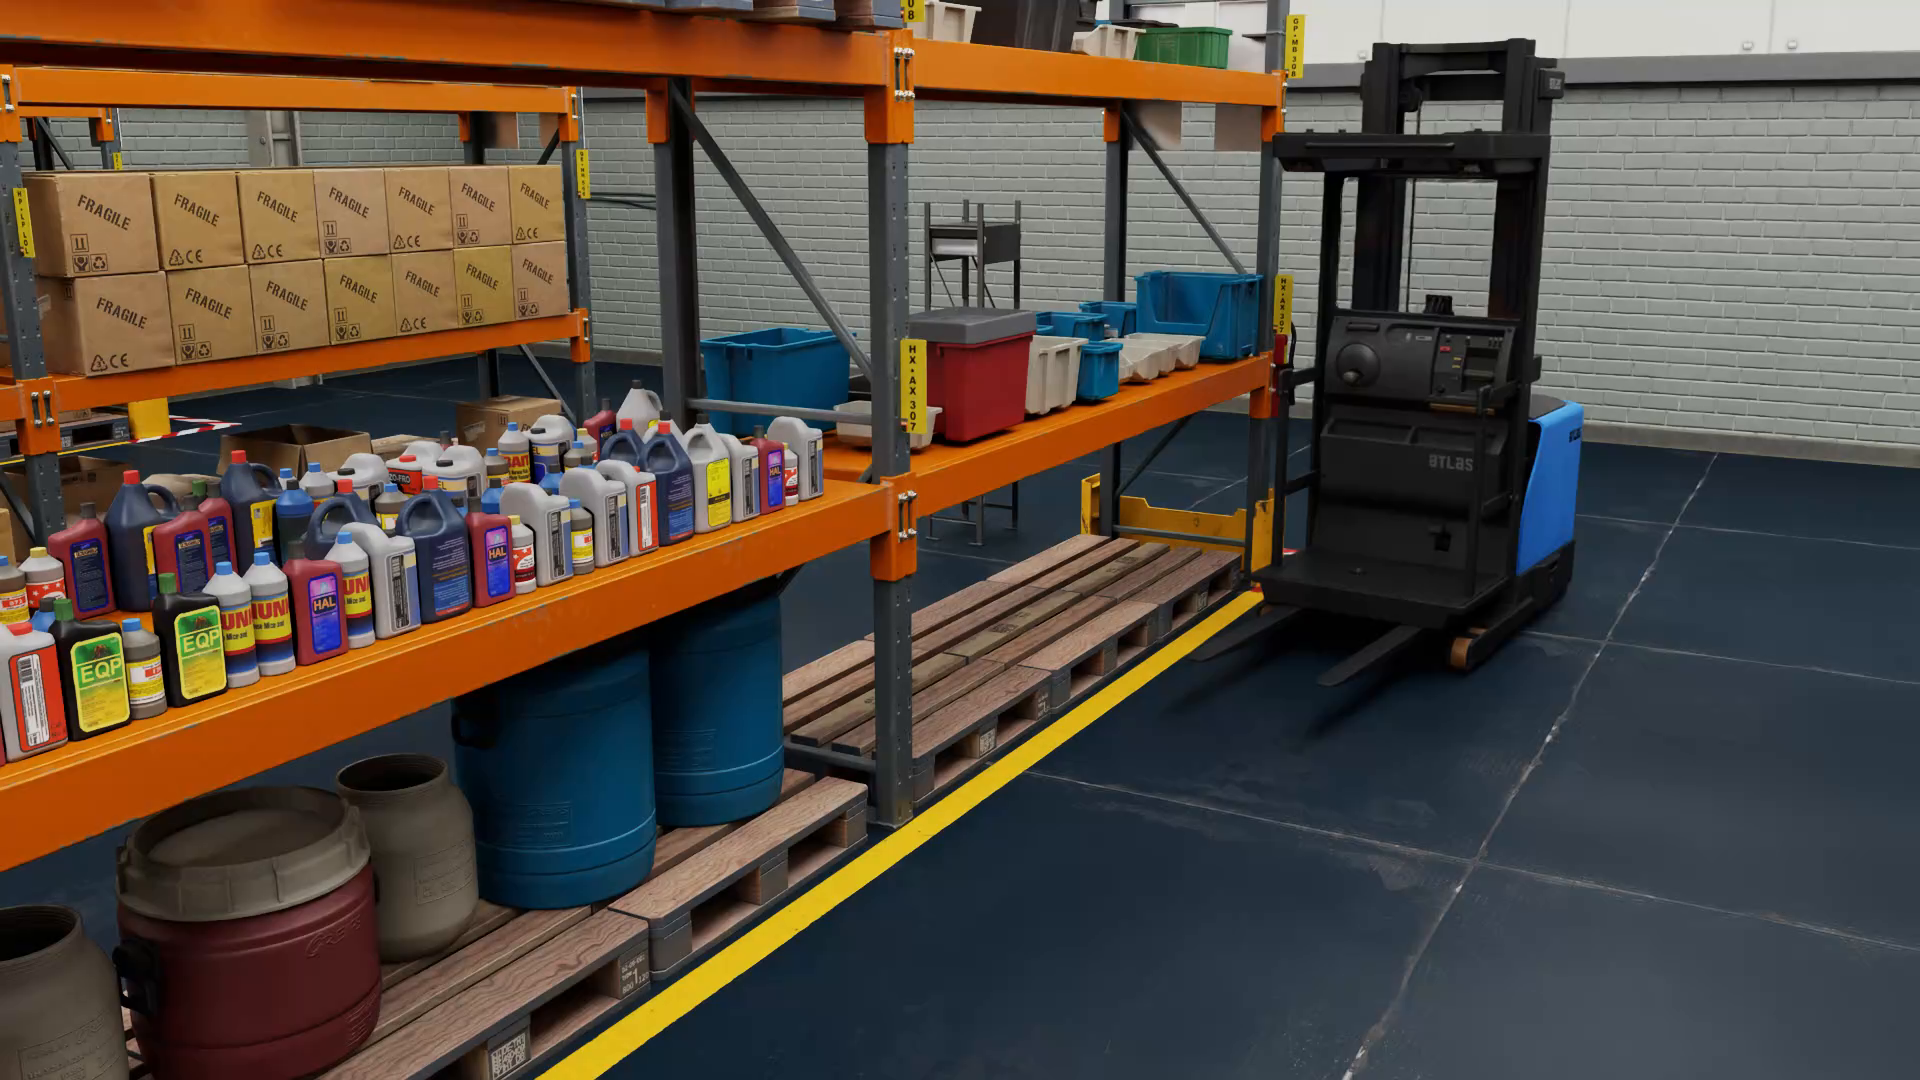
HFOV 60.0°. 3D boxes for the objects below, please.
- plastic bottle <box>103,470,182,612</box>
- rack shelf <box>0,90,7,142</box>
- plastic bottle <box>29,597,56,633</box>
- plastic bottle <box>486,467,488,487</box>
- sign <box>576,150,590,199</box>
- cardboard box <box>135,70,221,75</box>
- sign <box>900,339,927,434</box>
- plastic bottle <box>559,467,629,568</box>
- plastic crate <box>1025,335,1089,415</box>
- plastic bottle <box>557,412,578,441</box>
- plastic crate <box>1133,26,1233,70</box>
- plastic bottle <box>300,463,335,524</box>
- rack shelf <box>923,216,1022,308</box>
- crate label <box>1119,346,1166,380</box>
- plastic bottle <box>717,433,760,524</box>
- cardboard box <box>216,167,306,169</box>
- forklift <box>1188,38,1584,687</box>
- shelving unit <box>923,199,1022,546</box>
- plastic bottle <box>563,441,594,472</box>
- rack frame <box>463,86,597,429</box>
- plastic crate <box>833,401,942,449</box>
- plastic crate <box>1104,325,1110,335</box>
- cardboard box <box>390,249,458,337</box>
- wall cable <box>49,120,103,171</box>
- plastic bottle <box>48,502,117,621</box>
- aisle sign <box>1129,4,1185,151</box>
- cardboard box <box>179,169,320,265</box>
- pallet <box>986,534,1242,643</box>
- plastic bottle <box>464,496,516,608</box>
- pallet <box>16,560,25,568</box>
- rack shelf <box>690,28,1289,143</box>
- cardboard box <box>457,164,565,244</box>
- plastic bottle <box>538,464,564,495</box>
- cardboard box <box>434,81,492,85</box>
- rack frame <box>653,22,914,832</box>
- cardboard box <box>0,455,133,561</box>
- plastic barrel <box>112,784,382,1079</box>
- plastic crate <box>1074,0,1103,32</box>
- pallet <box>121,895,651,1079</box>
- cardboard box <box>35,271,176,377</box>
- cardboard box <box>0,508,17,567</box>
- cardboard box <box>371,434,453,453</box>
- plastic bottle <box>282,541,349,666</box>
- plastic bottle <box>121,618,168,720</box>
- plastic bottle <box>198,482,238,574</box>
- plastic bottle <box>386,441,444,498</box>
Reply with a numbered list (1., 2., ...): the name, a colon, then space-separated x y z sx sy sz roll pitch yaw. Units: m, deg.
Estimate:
1. plastic bottle: -2.086 -0.007 4.268 0.144 0.351 0.185 7 15 28
2. rack shelf: -5.942 -1.718 6.395 1.077 0.370 4.000 7 15 28
3. plastic bottle: -1.832 0.251 3.369 0.097 0.271 0.097 0 14 0
4. plastic bottle: -1.549 -0.174 5.279 0.097 0.201 0.097 0 14 0
5. sign: -2.565 -2.490 11.318 0.100 0.325 0.005 7 15 28
6. cardboard box: -4.278 -2.579 8.751 0.500 0.250 0.500 7 15 28
7. sign: -0.160 -0.530 5.741 0.100 0.325 0.005 7 15 28
8. plastic bottle: -1.034 -0.074 4.706 0.152 0.276 0.135 7 15 28
9. plastic crate: 0.259 -0.722 7.253 0.437 0.282 0.530 7 15 28
10. plastic bottle: -1.343 -0.295 5.634 0.097 0.271 0.097 0 14 0
11. plastic crate: 1.066 -2.399 8.137 0.450 0.188 0.336 7 15 28
12. plastic bottle: -1.838 -0.085 4.762 0.097 0.271 0.097 0 14 0
13. rack shelf: 0.080 -1.722 10.267 0.431 0.518 0.480 7 15 28
14. crate label: 0.791 -0.874 8.194 0.396 0.136 0.243 7 15 28
15. plastic bottle: -0.725 -0.205 5.250 0.152 0.276 0.135 7 15 28
16. cardboard box: -4.224 -2.000 10.081 0.500 0.500 0.500 7 15 28
17. forklift: 2.162 -0.925 8.118 1.130 2.935 3.031 9 16 34
18. shelving unit: 0.080 -1.055 10.428 0.431 2.100 0.503 7 15 28
19. plastic bottle: -1.257 -0.224 5.487 0.097 0.201 0.097 0 14 0
20. rack frame: -3.041 -1.841 11.768 1.000 3.000 0.127 7 15 28
21. plastic crate: -0.291 -0.438 6.386 0.396 0.136 0.243 7 15 28
22. plastic crate: 0.658 -1.110 9.172 0.250 0.136 0.298 7 15 28
23. cardboard box: -3.513 -1.558 10.382 0.500 0.500 0.500 8 15 28
24. wall cable: -7.589 -3.265 15.508 0.084 1.984 1.851 7 15 28
25. plastic bottle: -2.200 0.054 4.160 0.061 0.283 0.133 7 15 28
26. aisle sign: 1.068 -2.591 9.333 0.394 0.787 0.004 7 15 28
27. cardboard box: -4.003 -1.831 9.381 0.500 0.500 0.500 7 15 26
28. pallet: 0.860 0.242 9.080 1.003 0.211 1.213 7 15 28
29. plastic bottle: -1.218 0.022 4.289 0.061 0.283 0.133 7 15 28
30. pallet: -4.642 0.195 9.275 1.003 0.211 1.213 7 15 28
31. rack shelf: 0.326 -1.977 7.468 1.077 0.370 4.000 7 15 28
32. cardboard box: -3.016 -2.253 11.131 0.500 0.500 0.500 7 15 28
33. plastic bottle: -1.152 -0.082 4.749 0.097 0.271 0.097 0 14 0
34. cardboard box: -3.310 -2.989 10.453 0.500 0.250 0.500 7 15 28
35. rack frame: -0.641 -0.458 6.033 1.000 3.000 0.127 7 15 28
36. cardboard box: -4.948 -0.168 9.224 0.500 0.500 0.500 7 15 28
37. plastic barrel: -1.807 0.997 4.248 0.600 0.588 0.708 7 15 28
38. plastic crate: 0.314 -2.424 7.922 0.504 0.338 0.767 7 15 28
39. pallet: -1.639 1.302 4.681 1.003 0.211 1.213 7 15 28
40. cardboard box: -4.490 -1.142 8.658 0.500 0.500 0.500 8 16 30
41. cardboard box: -4.963 0.115 8.051 0.500 0.500 0.500 7 15 28
42. cardboard box: -3.794 -0.536 11.284 0.500 0.250 0.500 7 15 28
43. plastic bottle: -1.484 0.135 3.821 0.061 0.283 0.133 7 15 28
44. plastic bottle: -1.714 0.264 3.462 0.097 0.201 0.097 0 14 0
45. plastic bottle: -1.993 -0.005 4.403 0.061 0.283 0.133 7 15 28
46. plastic bottle: -1.646 -0.156 5.045 0.152 0.276 0.135 7 15 28
